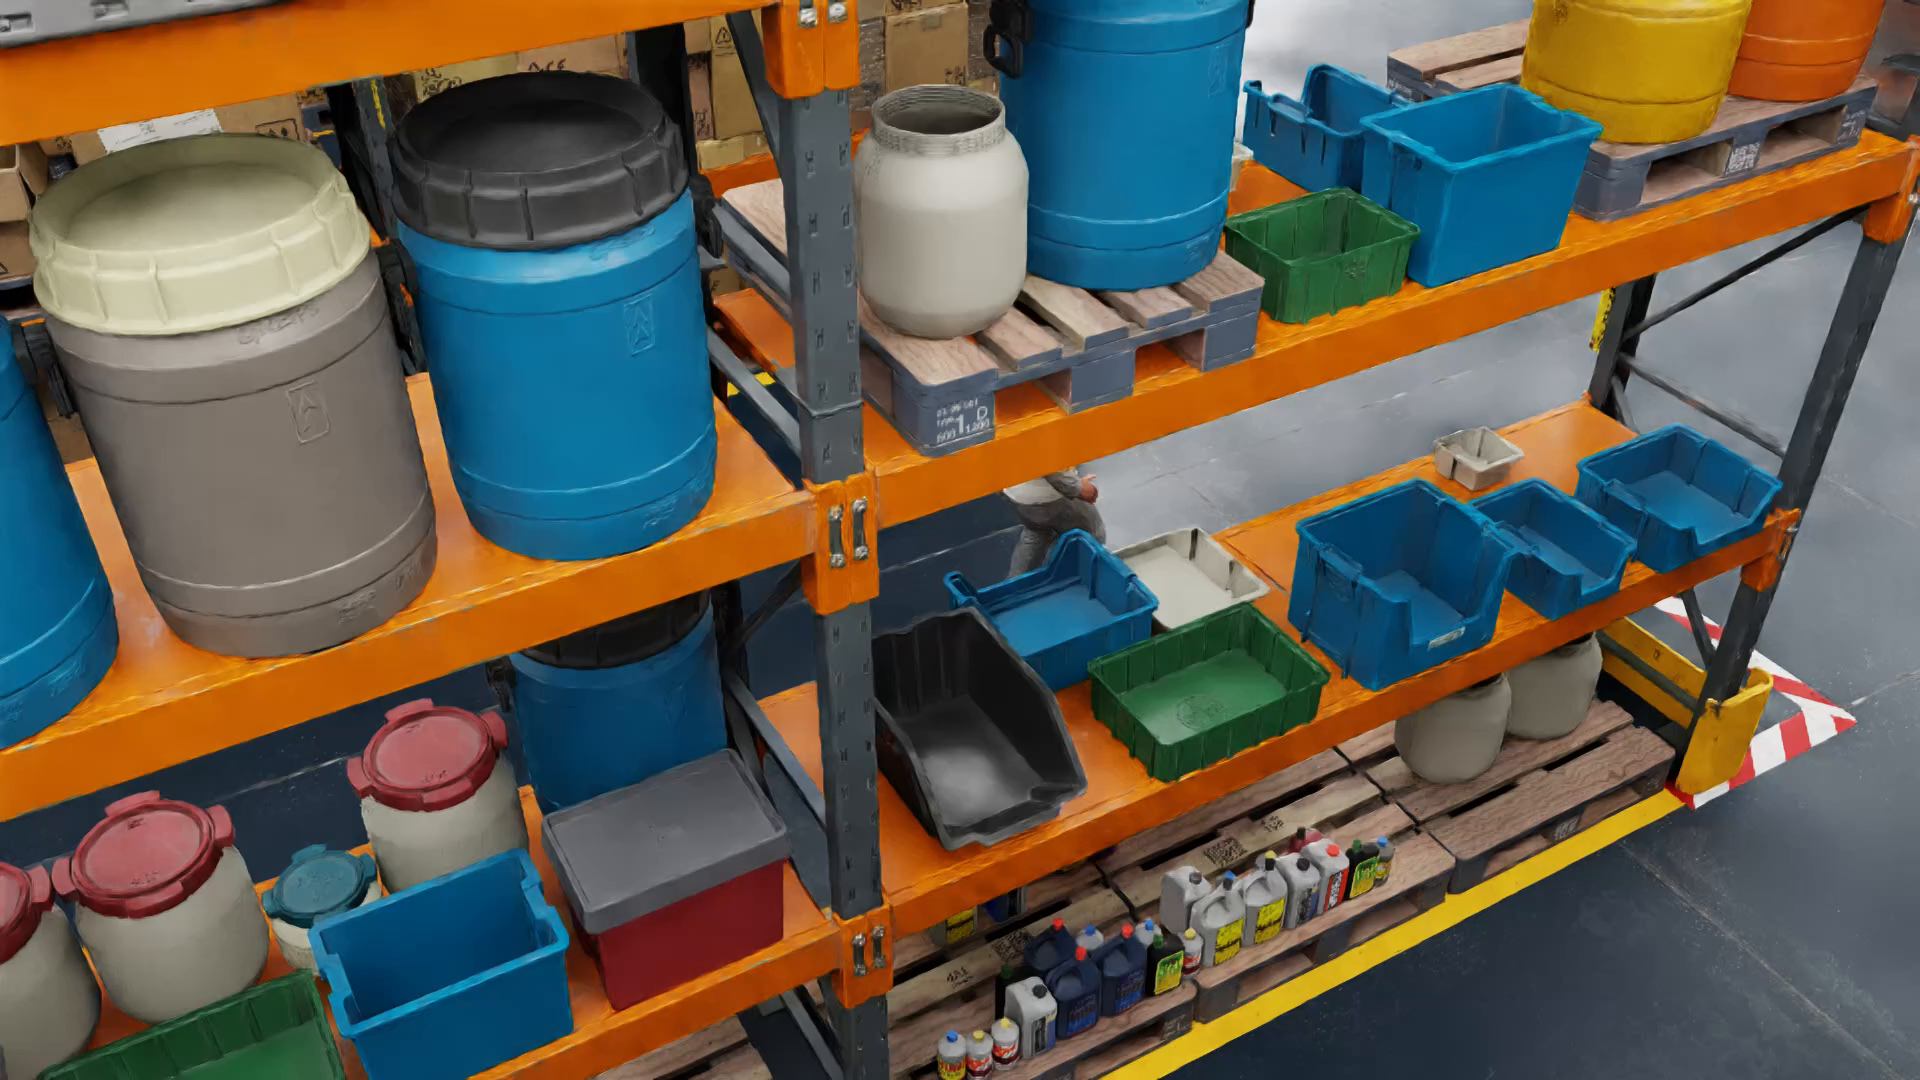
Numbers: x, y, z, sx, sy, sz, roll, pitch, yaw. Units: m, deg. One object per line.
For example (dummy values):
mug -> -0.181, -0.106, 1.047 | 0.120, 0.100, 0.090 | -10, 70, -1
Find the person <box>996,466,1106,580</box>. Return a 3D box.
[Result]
person -> 0.366, -0.314, 7.356 | 0.504, 1.747, 0.716 | -20, 41, -25
